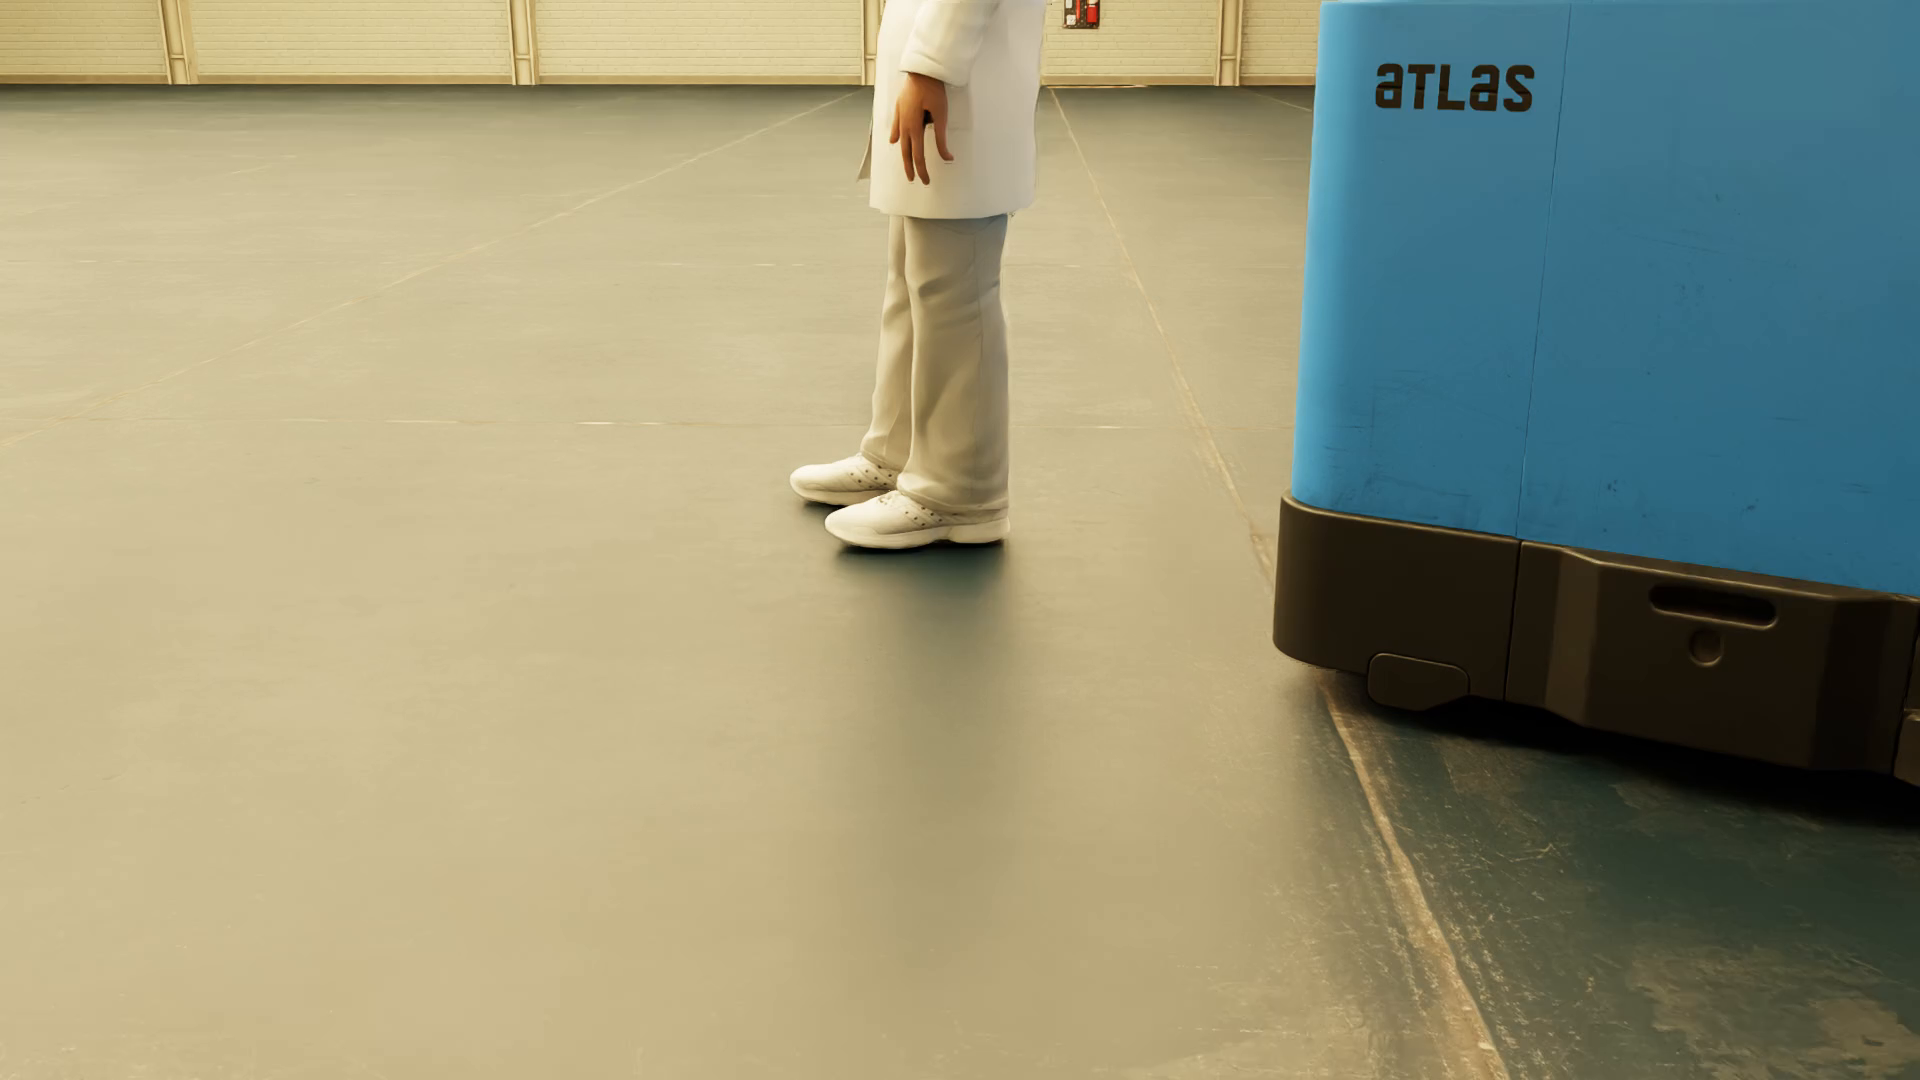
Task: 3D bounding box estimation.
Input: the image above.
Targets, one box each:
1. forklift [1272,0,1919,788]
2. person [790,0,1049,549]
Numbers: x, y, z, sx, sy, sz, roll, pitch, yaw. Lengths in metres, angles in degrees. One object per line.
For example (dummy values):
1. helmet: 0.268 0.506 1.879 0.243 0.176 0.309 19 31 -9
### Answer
1. forklift: 2.024 -1.063 1.854 3.031 2.935 1.130 10 20 29
2. person: -0.096 -0.850 3.099 0.577 1.776 0.696 1 17 2
